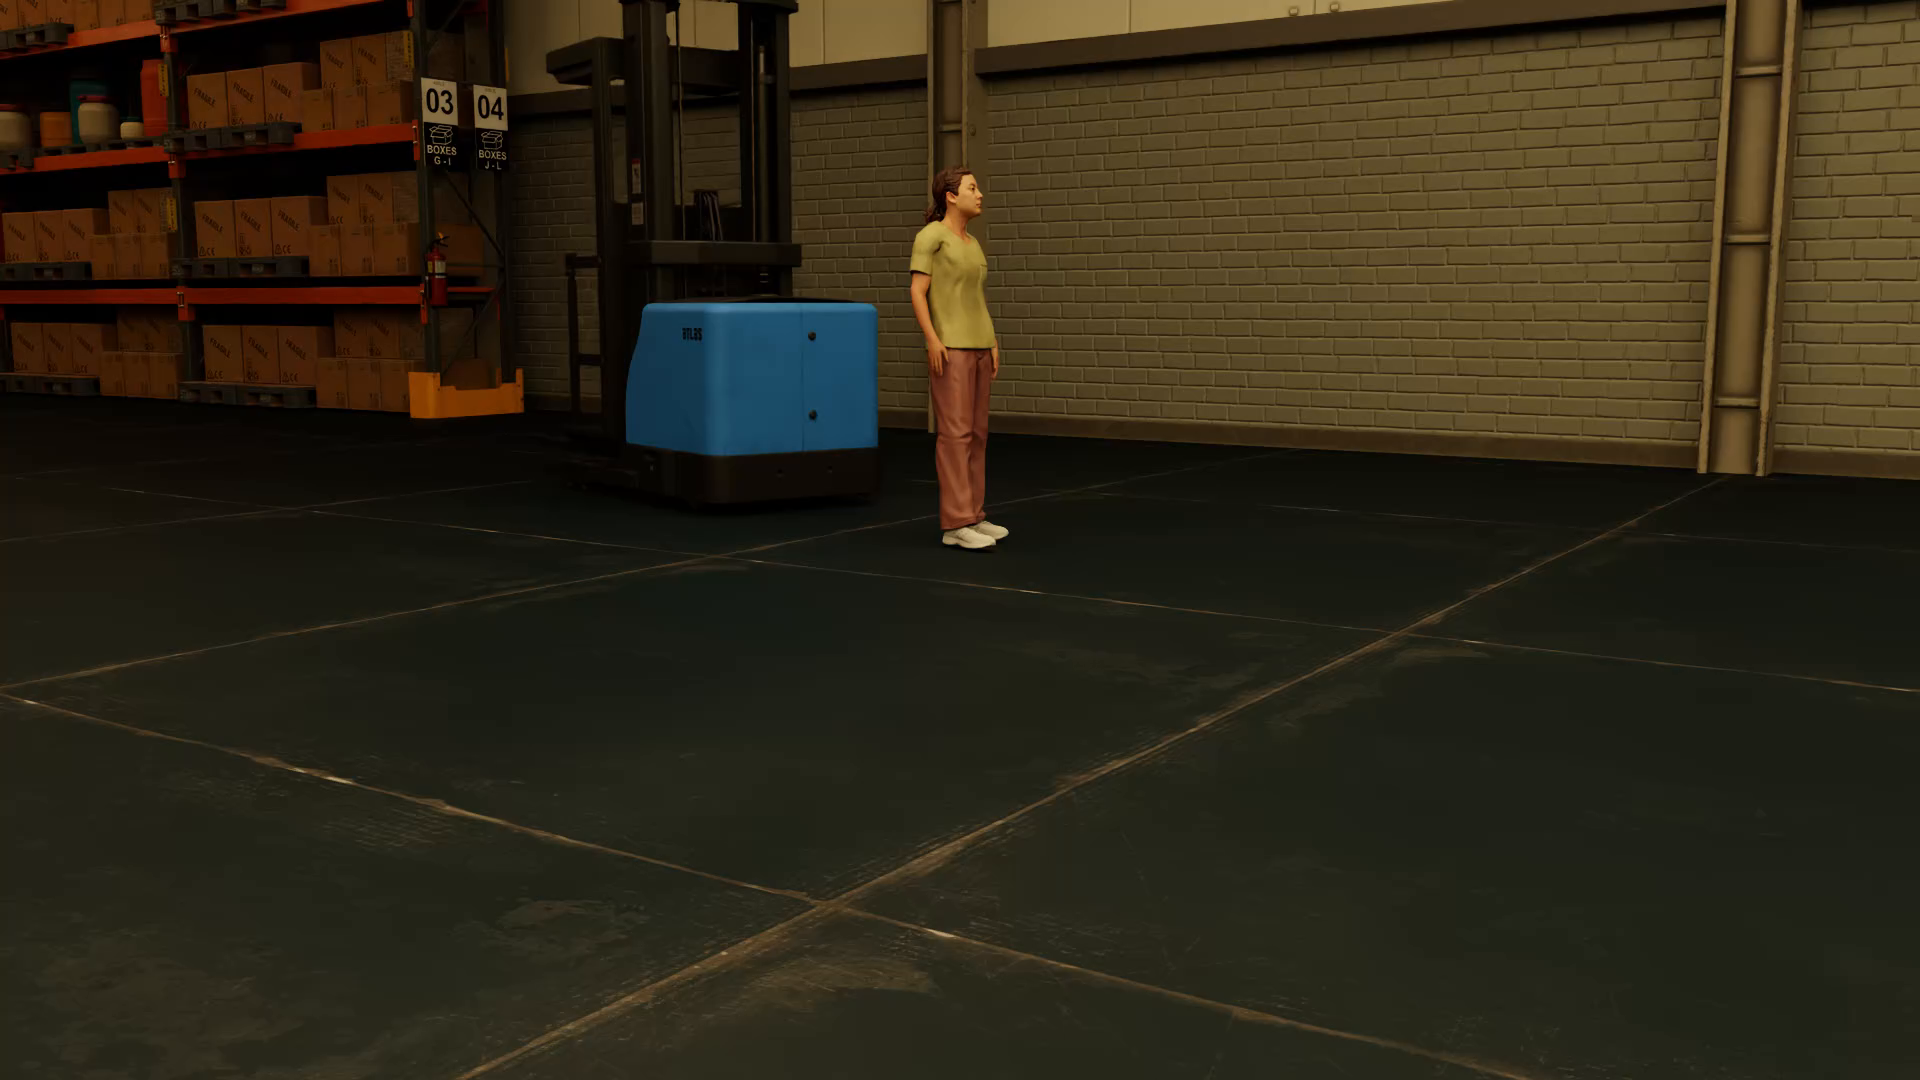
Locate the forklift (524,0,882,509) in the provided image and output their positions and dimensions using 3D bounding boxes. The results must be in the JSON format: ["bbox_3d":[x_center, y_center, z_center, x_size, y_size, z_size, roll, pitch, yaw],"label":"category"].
[{"bbox_3d":[-1.689,-1.772,9.657,1.130,2.935,3.031,-6,10,-35],"label":"forklift"}]

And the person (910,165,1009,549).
[{"bbox_3d":[0.055,-0.830,7.434,0.548,1.673,0.553,5,10,34],"label":"person"}]
